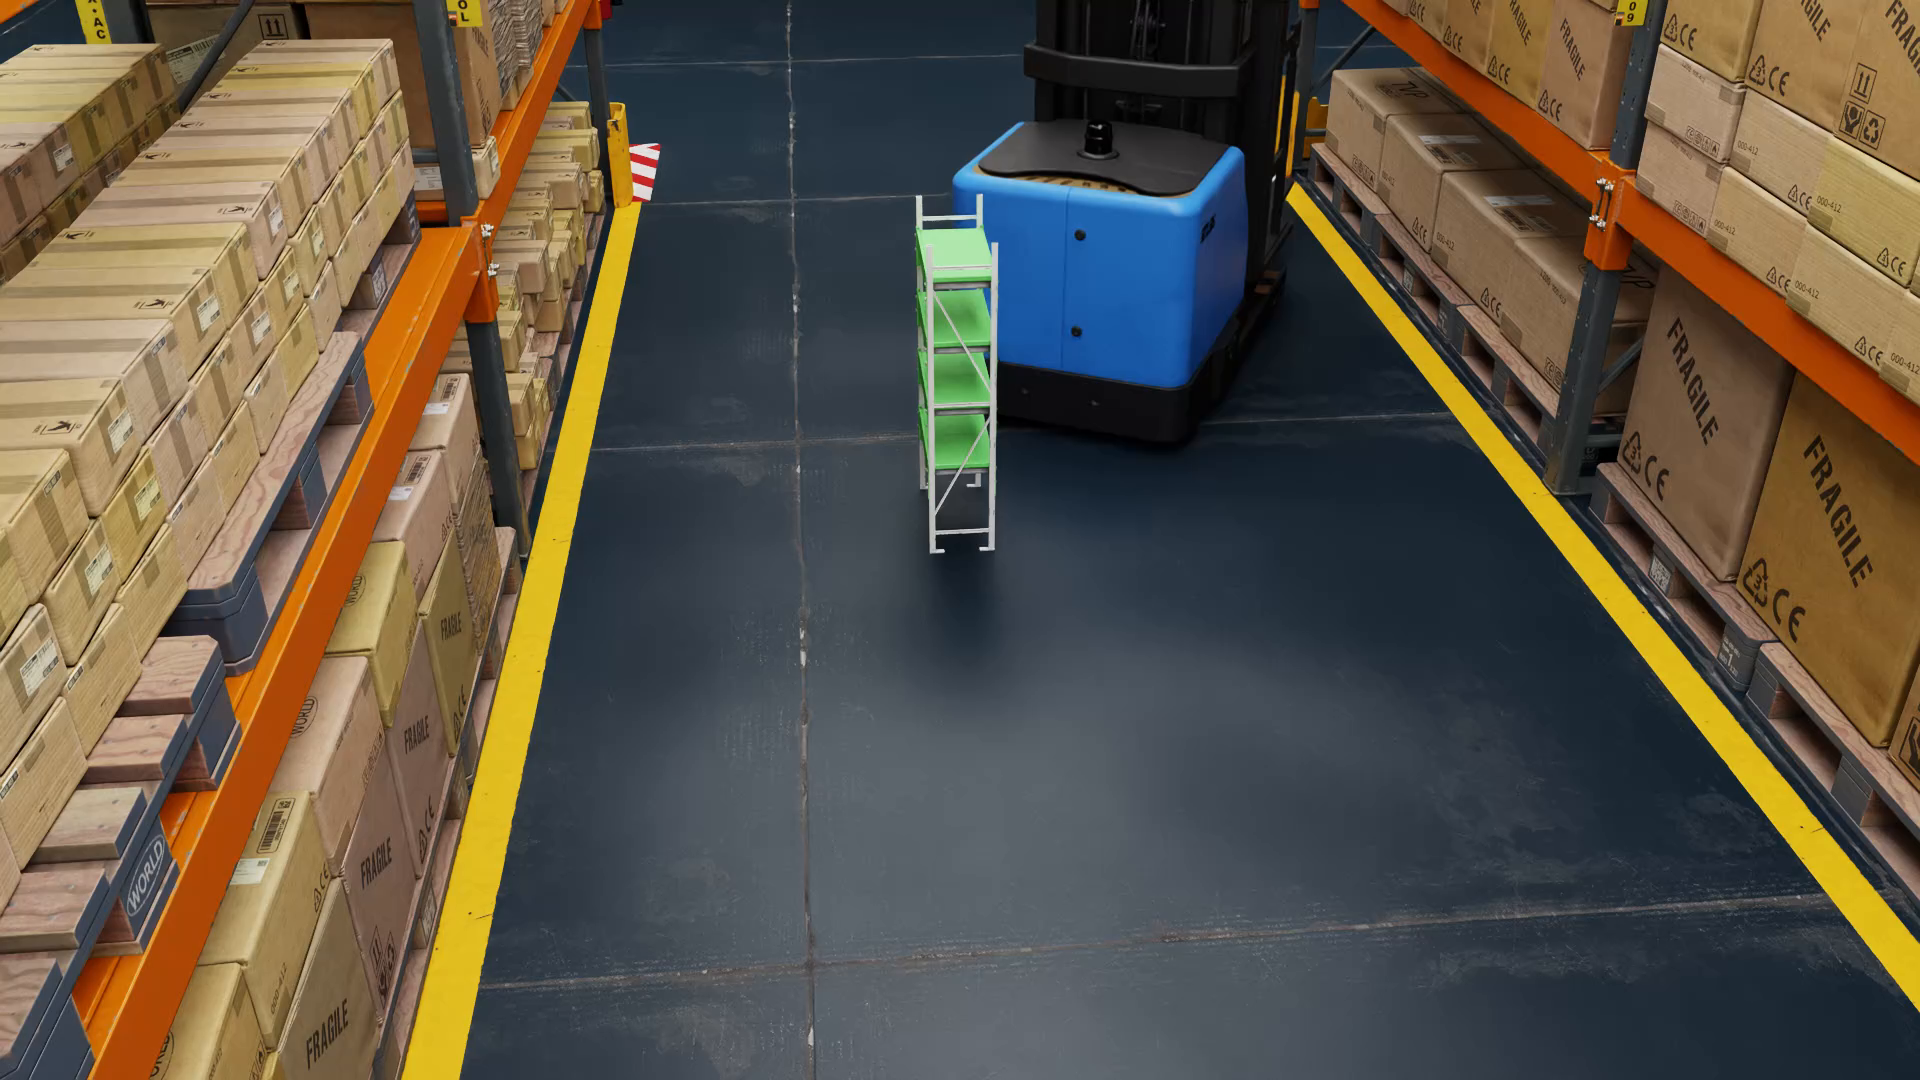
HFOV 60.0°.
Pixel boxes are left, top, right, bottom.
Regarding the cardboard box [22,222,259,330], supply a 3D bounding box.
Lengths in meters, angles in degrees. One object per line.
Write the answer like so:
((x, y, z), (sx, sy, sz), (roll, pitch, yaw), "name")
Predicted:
((-1.716, -0.550, 3.501), (0.380, 0.149, 0.250), (-3, 31, -5), "cardboard box")

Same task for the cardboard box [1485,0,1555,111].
((2.472, -2.040, 6.642), (0.500, 0.500, 0.500), (-3, 31, -6), "cardboard box")

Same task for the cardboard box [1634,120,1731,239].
((2.601, -1.208, 5.494), (0.500, 0.250, 0.500), (-3, 31, -6), "cardboard box")

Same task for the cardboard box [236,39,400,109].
((-1.864, -1.353, 4.846), (0.380, 0.149, 0.250), (-1, 31, -2), "cardboard box")

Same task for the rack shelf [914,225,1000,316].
((-0.015, -0.957, 5.870), (0.258, 0.148, 0.480), (-3, 31, -5), "rack shelf")

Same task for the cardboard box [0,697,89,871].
((-1.588, 0.374, 2.535), (0.380, 0.149, 0.250), (-1, 31, -2), "cardboard box")

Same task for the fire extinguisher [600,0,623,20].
((-2.033, -3.221, 9.156), (0.296, 0.674, 0.183), (-3, 31, -5), "fire extinguisher")

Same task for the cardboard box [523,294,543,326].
((-2.007, -1.032, 7.134), (0.380, 0.149, 0.250), (-1, 31, -2), "cardboard box")

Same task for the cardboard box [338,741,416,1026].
((-1.637, 0.822, 3.976), (0.500, 0.500, 0.500), (-4, 31, -6), "cardboard box")

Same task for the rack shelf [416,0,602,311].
((-2.283, -1.933, 7.263), (1.077, 0.370, 4.000), (-3, 31, -5), "rack shelf")

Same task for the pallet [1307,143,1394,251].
((2.602, -1.950, 9.309), (1.003, 0.211, 1.213), (-3, 31, -5), "pallet")

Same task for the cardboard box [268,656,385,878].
((-1.626, 0.516, 3.757), (0.500, 0.250, 0.500), (-3, 31, -4), "cardboard box")

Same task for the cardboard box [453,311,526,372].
((-1.888, -0.762, 6.391), (0.380, 0.149, 0.250), (-1, 31, -2), "cardboard box")

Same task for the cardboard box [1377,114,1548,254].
((2.705, -1.833, 8.483), (0.875, 0.438, 0.875), (-2, 31, -3), "cardboard box")

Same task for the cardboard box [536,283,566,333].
((-1.972, -1.039, 7.435), (0.380, 0.149, 0.250), (-4, 31, -6), "cardboard box")

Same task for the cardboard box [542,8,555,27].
((-2.091, -2.481, 7.724), (0.380, 0.149, 0.250), (-4, 31, -7), "cardboard box")

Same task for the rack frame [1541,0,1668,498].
((2.823, -1.510, 5.852), (1.000, 3.000, 0.127), (-3, 31, -5), "rack frame")

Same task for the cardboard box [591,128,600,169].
((-2.136, -2.091, 8.907), (0.380, 0.149, 0.250), (-4, 31, -6), "cardboard box")

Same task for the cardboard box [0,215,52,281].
((-2.414, -0.664, 3.981), (0.380, 0.149, 0.250), (-2, 31, -3), "cardboard box")

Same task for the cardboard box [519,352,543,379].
((-1.910, -0.639, 6.765), (0.380, 0.149, 0.250), (-3, 31, -5), "cardboard box")

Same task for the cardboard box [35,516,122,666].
((-1.623, 0.090, 2.719), (0.380, 0.149, 0.250), (-4, 31, -6), "cardboard box")

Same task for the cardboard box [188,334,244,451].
((-1.689, -0.293, 3.360), (0.380, 0.149, 0.250), (-3, 31, -5), "cardboard box")

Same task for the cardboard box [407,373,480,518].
((-1.774, -0.282, 5.094), (0.500, 0.250, 0.500), (-4, 31, -6), "cardboard box")

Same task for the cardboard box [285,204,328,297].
((-1.763, -0.694, 4.032), (0.380, 0.149, 0.250), (-4, 31, -7), "cardboard box")

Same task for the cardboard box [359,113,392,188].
((-1.836, -1.093, 4.700), (0.380, 0.149, 0.250), (-3, 31, -4), "cardboard box")

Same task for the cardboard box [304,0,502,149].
((-1.891, -1.656, 5.711), (0.500, 0.500, 0.500), (-3, 31, -5), "cardboard box")

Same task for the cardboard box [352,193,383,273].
((-1.815, -0.840, 4.567), (0.380, 0.149, 0.250), (-3, 31, -5), "cardboard box")

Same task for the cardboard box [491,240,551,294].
((-1.951, -1.155, 7.048), (0.380, 0.149, 0.250), (-2, 31, -4), "cardboard box")

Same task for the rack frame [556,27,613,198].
((-2.469, -3.263, 8.788), (1.000, 3.000, 0.127), (-3, 31, -5), "rack frame")

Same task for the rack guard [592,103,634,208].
((-2.462, -2.151, 9.364), (1.175, 0.500, 0.348), (-3, 31, -5), "rack guard")

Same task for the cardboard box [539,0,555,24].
((-2.035, -2.440, 7.022), (0.500, 0.500, 0.500), (-1, 31, -2), "cardboard box")

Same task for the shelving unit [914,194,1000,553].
((-0.015, -0.600, 6.084), (0.258, 1.200, 0.503), (-3, 31, -5), "shelving unit")

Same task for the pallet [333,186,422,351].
((-2.169, -0.741, 4.753), (1.003, 0.211, 1.213), (-3, 31, -5), "pallet")

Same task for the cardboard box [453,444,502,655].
((-1.776, 0.038, 5.290), (0.500, 0.500, 0.500), (-3, 31, -6), "cardboard box")

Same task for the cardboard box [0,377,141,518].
((-1.643, -0.150, 2.831), (0.380, 0.149, 0.250), (-4, 31, -7), "cardboard box")

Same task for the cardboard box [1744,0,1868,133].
((2.653, -1.485, 4.739), (0.500, 0.500, 0.500), (-3, 31, -5), "cardboard box")

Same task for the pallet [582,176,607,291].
((-2.422, -1.611, 8.741), (1.003, 0.211, 1.213), (-3, 31, -5), "pallet")

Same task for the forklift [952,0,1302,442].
((0.965, -2.398, 7.406), (1.130, 2.935, 3.031), (11, 33, 18), "forklift")

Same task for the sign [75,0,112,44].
((-2.635, -1.563, 5.097), (0.100, 0.325, 0.005), (-3, 31, -5), "sign")

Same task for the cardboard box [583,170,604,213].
((-2.088, -1.834, 8.766), (0.380, 0.149, 0.250), (-2, 31, -3), "cardboard box")

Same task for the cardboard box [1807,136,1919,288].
((2.681, -0.898, 4.487), (0.500, 0.250, 0.500), (-2, 31, -4), "cardboard box")

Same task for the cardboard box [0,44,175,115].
((-2.517, -1.326, 4.799), (0.380, 0.149, 0.250), (-1, 31, -2), "cardboard box")

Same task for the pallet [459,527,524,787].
((-2.022, 0.374, 5.419), (1.003, 0.211, 1.213), (-3, 31, -5), "pallet")

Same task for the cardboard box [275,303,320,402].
((-1.737, -0.435, 3.889), (0.380, 0.149, 0.250), (-1, 31, -2), "cardboard box")

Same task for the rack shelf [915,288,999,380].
((-0.015, -0.751, 5.994), (0.258, 0.148, 0.480), (-3, 31, -5), "rack shelf")

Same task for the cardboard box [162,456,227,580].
((-1.667, -0.038, 3.223), (0.380, 0.149, 0.250), (-2, 31, -3), "cardboard box")

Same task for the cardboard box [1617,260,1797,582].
((2.961, -0.465, 5.766), (0.875, 0.875, 0.875), (-2, 31, -3), "cardboard box")

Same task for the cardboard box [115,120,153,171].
((-2.491, -1.066, 4.654), (0.380, 0.149, 0.250), (-3, 31, -6), "cardboard box")

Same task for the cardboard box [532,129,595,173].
((-2.051, -1.960, 8.396), (0.380, 0.149, 0.250), (-3, 31, -6), "cardboard box")

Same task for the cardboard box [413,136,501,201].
((-1.796, -1.273, 5.702), (0.380, 0.149, 0.250), (-2, 31, -3), "cardboard box")

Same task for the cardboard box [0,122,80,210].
((-2.442, -0.925, 4.129), (0.380, 0.149, 0.250), (-3, 31, -5), "cardboard box")

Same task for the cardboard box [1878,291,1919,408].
((2.721, -0.426, 4.184), (0.500, 0.250, 0.500), (-3, 31, -5), "cardboard box")

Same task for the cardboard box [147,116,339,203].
((-1.791, -0.950, 4.171), (0.380, 0.149, 0.250), (-3, 31, -5), "cardboard box")

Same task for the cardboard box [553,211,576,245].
((-2.019, -1.431, 7.801), (0.380, 0.149, 0.250), (-1, 31, -2), "cardboard box")

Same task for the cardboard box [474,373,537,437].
((-1.811, -0.505, 6.252), (0.380, 0.149, 0.250), (-1, 31, -2), "cardboard box")

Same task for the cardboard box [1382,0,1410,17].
((2.313, -2.819, 7.946), (0.500, 0.500, 0.500), (-3, 31, -5), "cardboard box")

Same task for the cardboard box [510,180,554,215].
((-2.095, -1.550, 7.710), (0.380, 0.149, 0.250), (-4, 31, -6), "cardboard box")
